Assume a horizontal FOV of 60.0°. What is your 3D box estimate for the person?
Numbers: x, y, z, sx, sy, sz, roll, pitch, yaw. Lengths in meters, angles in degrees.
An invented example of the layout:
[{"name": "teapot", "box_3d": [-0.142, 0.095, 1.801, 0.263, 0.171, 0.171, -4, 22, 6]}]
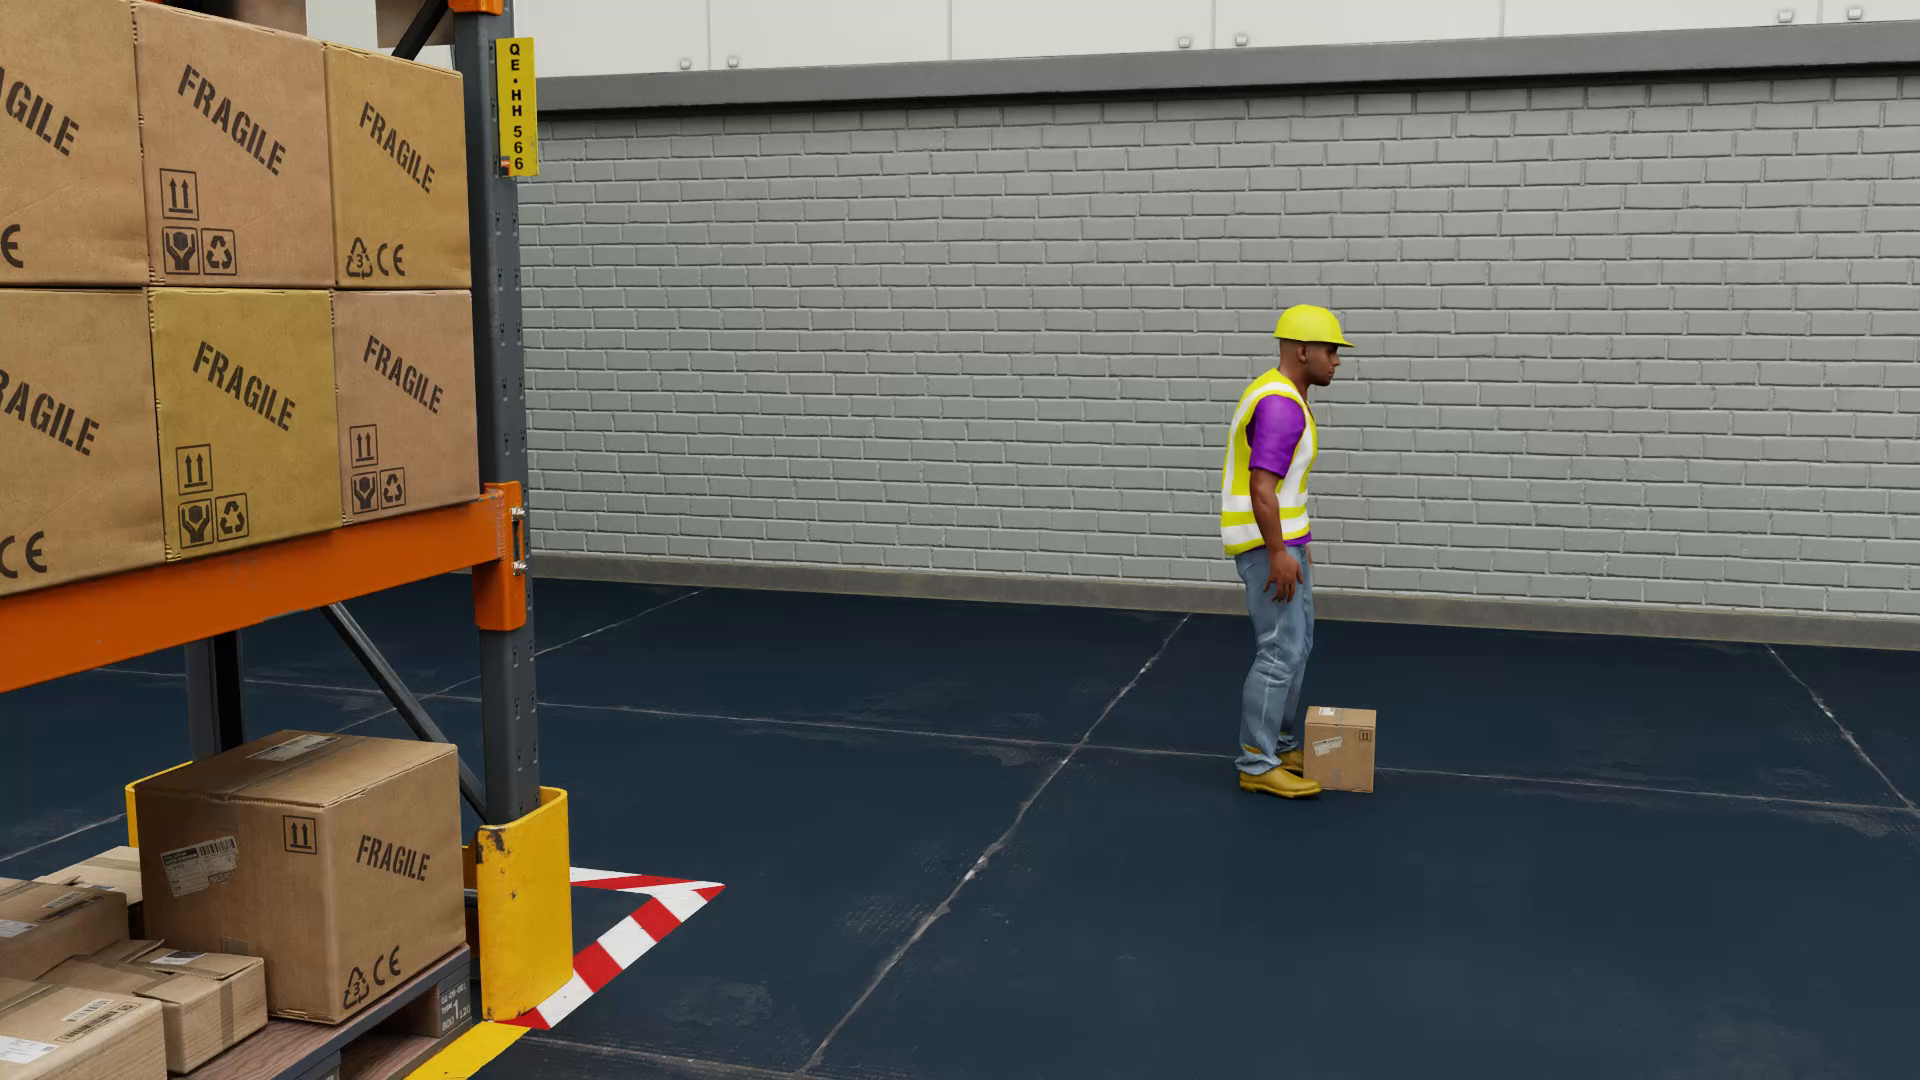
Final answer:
[{"name": "person", "box_3d": [1.191, 0.022, 6.116, 0.460, 1.761, 0.627, 2, 9, 16]}]
